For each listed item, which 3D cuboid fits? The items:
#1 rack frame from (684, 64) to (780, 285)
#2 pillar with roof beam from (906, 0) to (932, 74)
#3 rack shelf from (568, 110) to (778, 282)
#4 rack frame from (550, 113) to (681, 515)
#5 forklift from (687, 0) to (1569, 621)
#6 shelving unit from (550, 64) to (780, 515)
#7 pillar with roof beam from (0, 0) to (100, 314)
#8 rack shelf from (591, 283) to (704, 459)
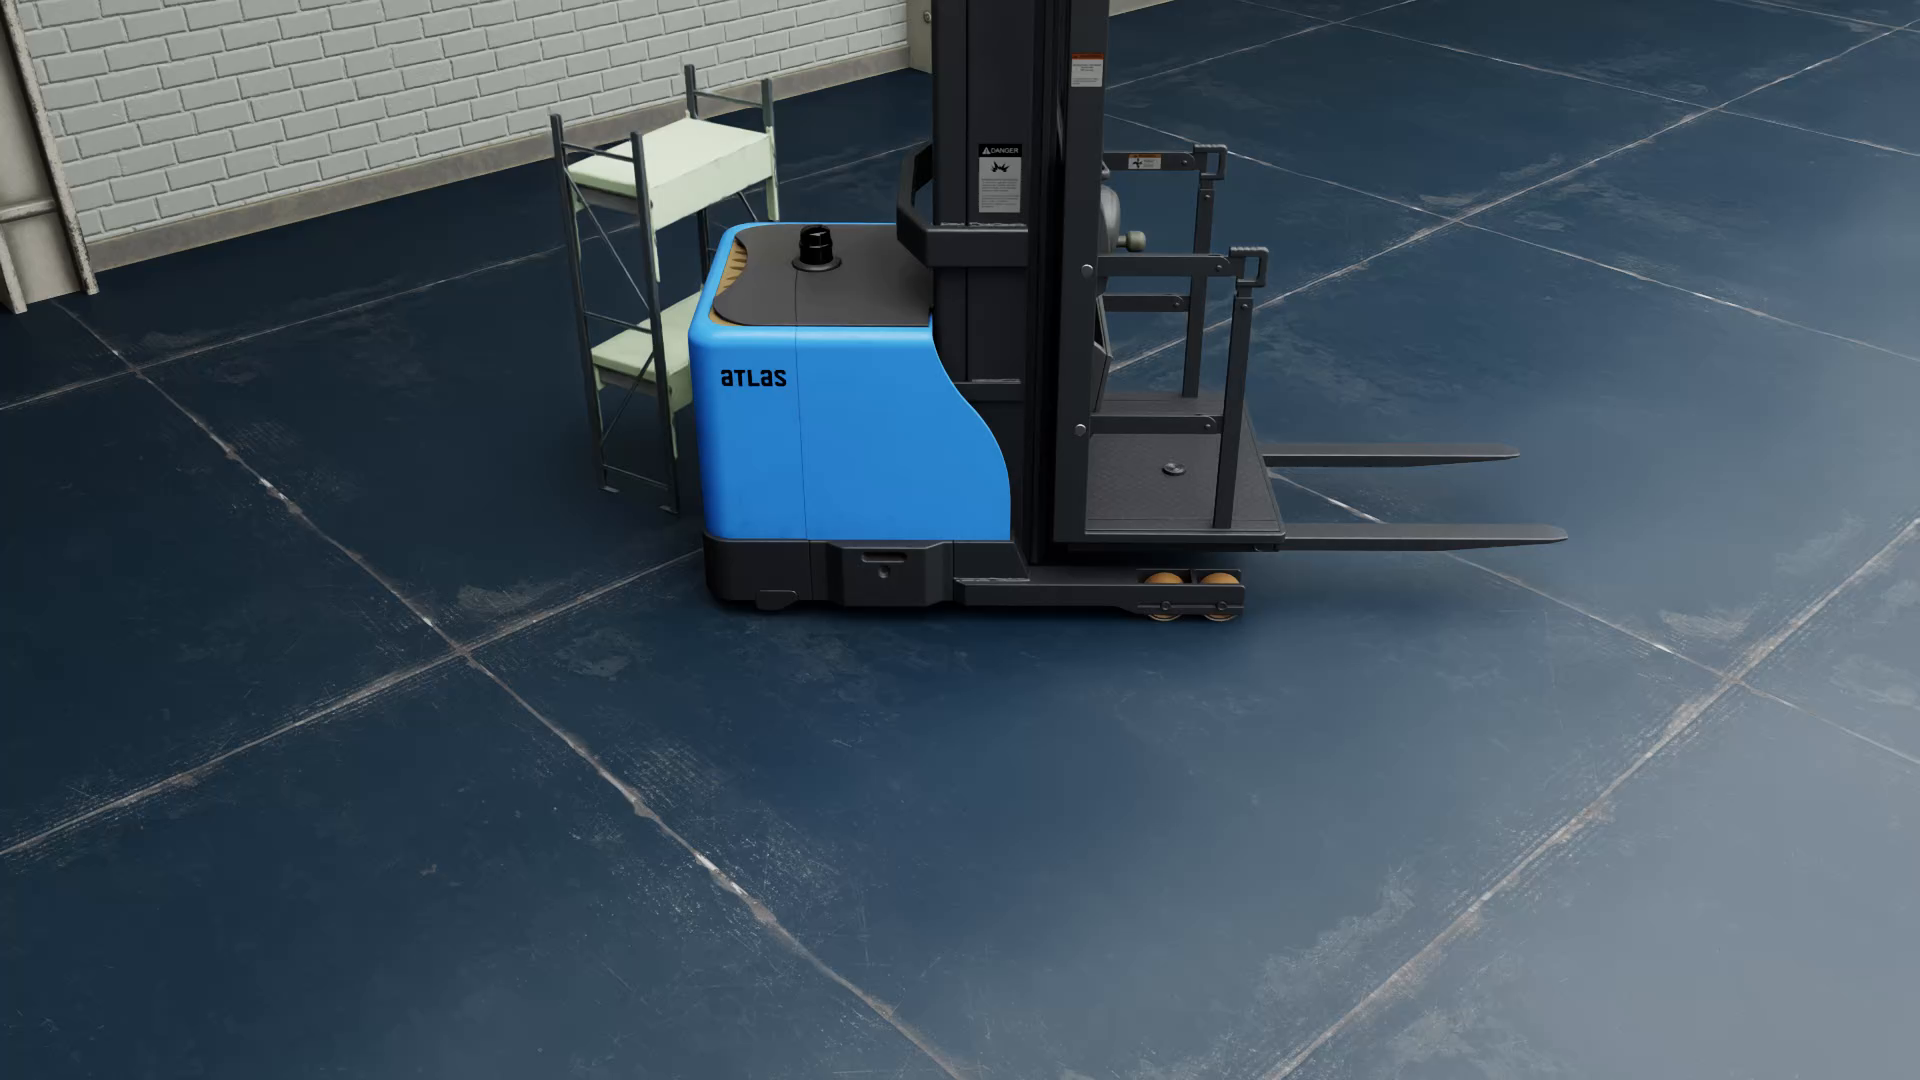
[{"bbox_3d":[-0.875,-1.120,6.644,0.400,1.500,0.023,18,36,26],"label":"rack frame"},{"bbox_3d":[2.801,-5.541,6.686,0.400,9.000,9.100,-26,40,-35],"label":"pillar with roof beam"},{"bbox_3d":[-1.065,-1.290,6.174,0.431,0.370,0.720,18,36,26],"label":"rack shelf"},{"bbox_3d":[-1.255,-0.794,6.110,0.400,1.500,0.023,18,36,26],"label":"rack frame"},{"bbox_3d":[0.627,-1.248,5.481,3.031,2.935,1.130,0,31,0],"label":"forklift"},{"bbox_3d":[-1.065,-0.957,6.377,0.431,1.500,0.755,18,36,26],"label":"shelving unit"},{"bbox_3d":[-1.599,-3.413,3.206,0.400,9.000,9.100,-26,40,-35],"label":"pillar with roof beam"},{"bbox_3d":[-1.065,-0.679,6.547,0.431,0.370,0.720,18,36,26],"label":"rack shelf"}]
